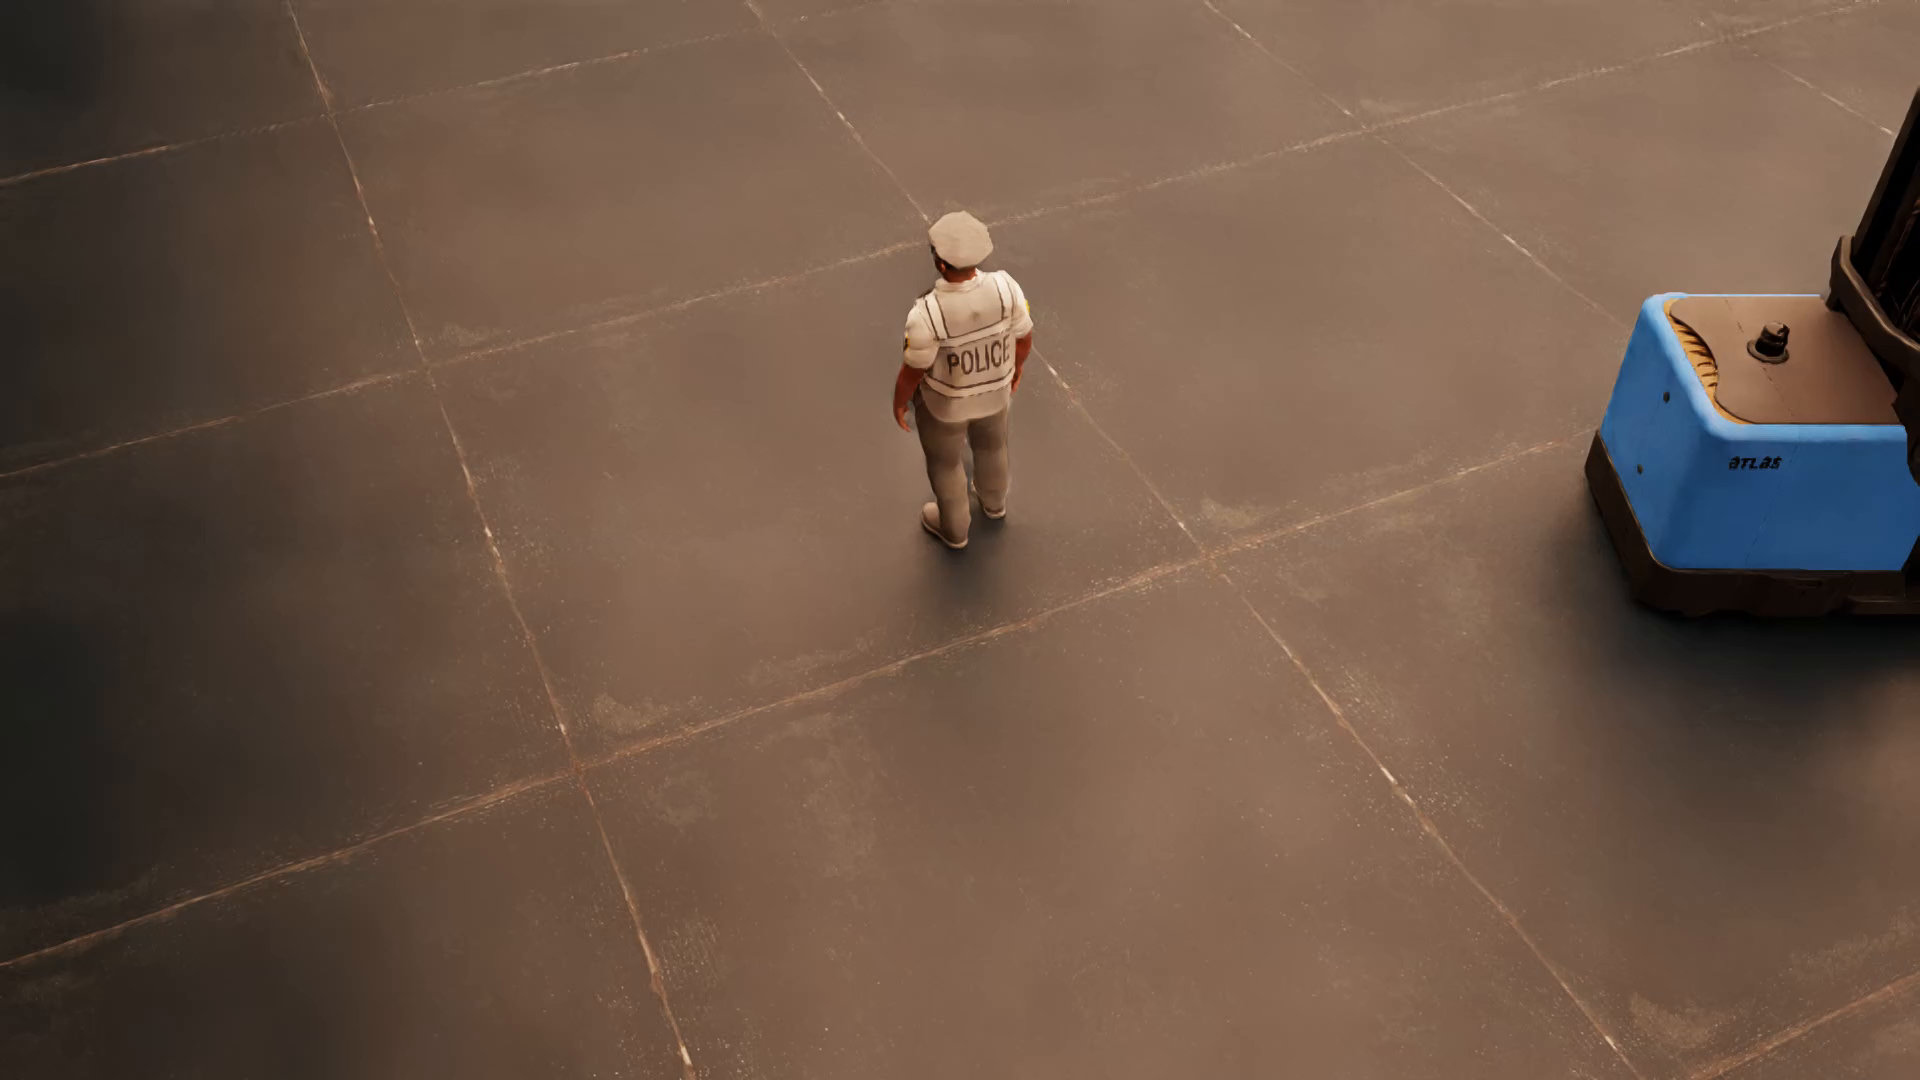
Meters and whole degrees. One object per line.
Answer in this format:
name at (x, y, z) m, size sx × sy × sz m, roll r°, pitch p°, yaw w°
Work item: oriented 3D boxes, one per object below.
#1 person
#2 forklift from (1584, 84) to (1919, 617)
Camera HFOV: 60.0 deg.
person at (-0.022, -0.708, 7.271) m, size 0.640 × 1.778 × 0.574 m, roll -18°, pitch 46°, yaw -18°
forklift at (4.549, -1.062, 6.818) m, size 3.031 × 2.935 × 1.130 m, roll 0°, pitch 43°, yaw 0°
